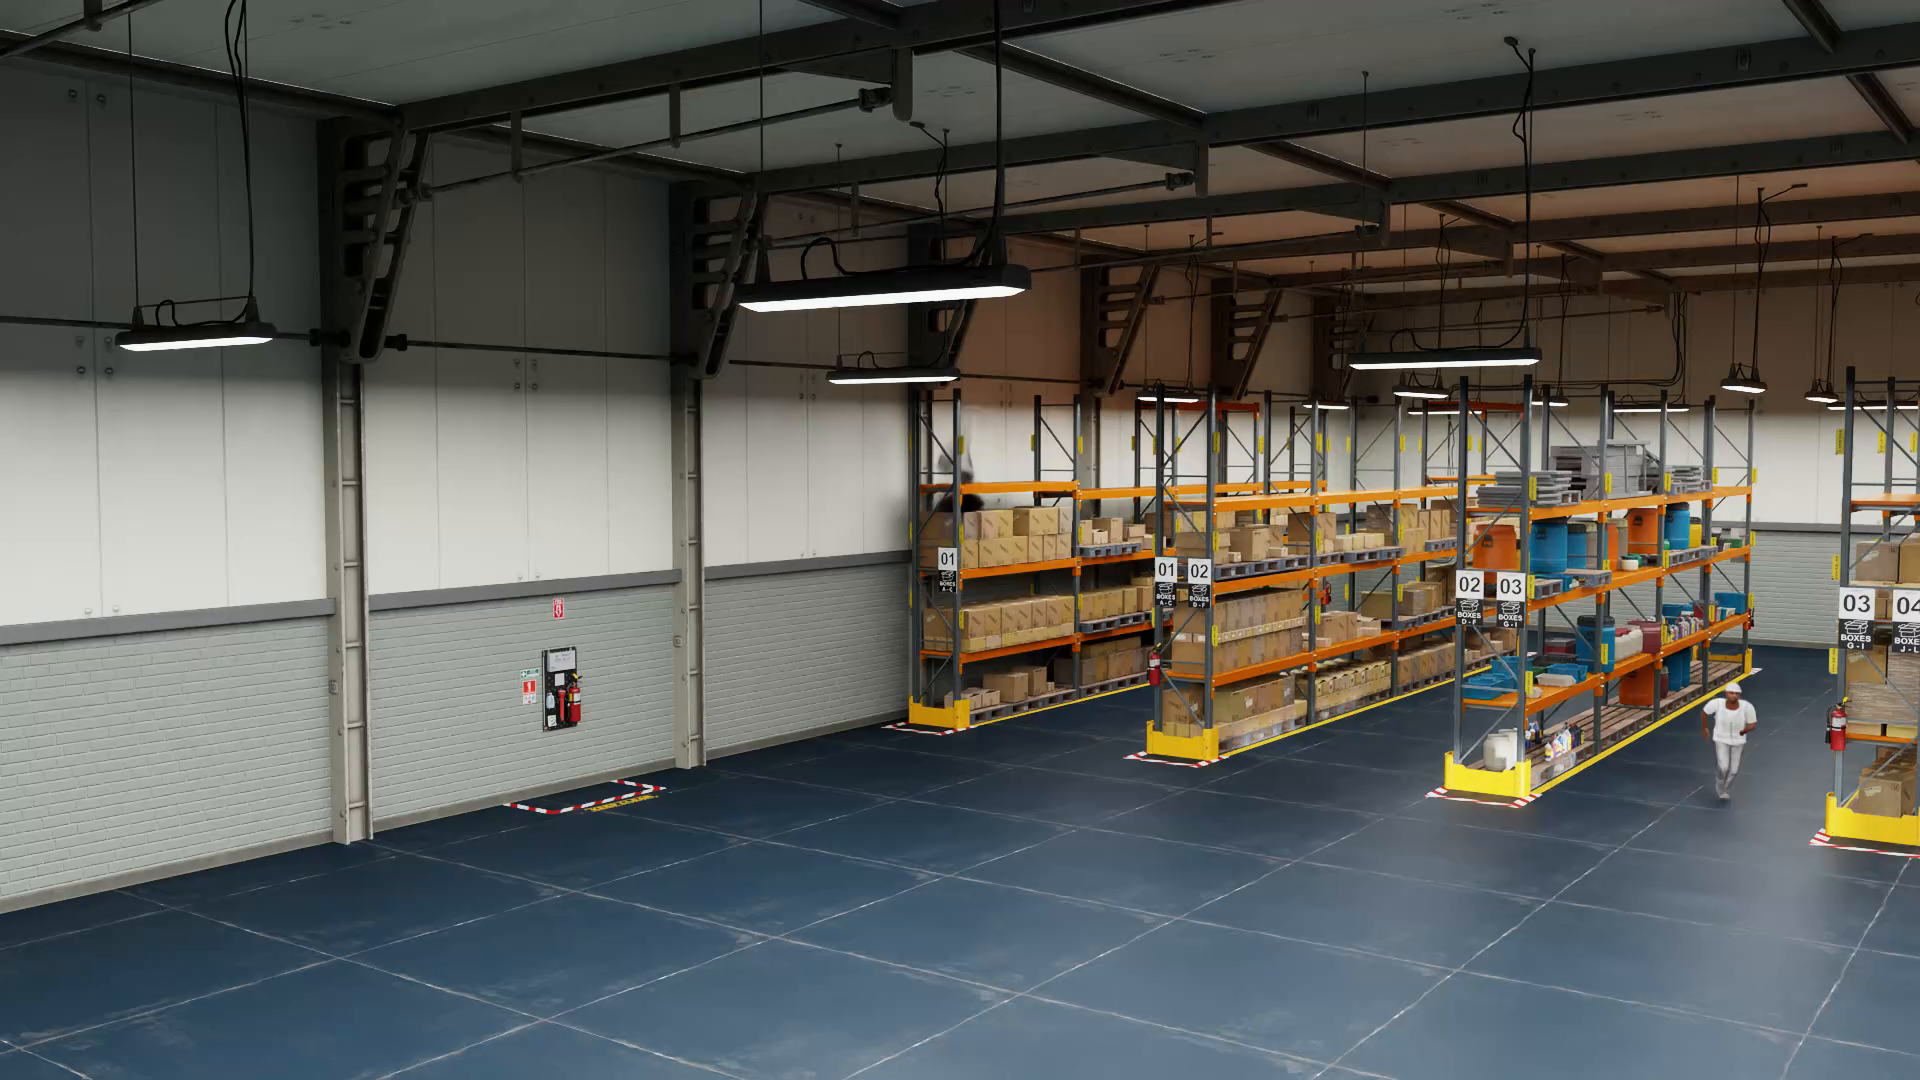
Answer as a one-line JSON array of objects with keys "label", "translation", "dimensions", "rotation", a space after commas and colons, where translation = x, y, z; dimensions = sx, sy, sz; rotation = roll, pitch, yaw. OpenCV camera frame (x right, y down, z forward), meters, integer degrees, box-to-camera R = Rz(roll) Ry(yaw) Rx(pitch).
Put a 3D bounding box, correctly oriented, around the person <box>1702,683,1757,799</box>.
[{"label": "person", "translation": [10.724, 2.812, 23.165], "dimensions": [0.655, 1.678, 0.735], "rotation": [1, 3, 13]}]
